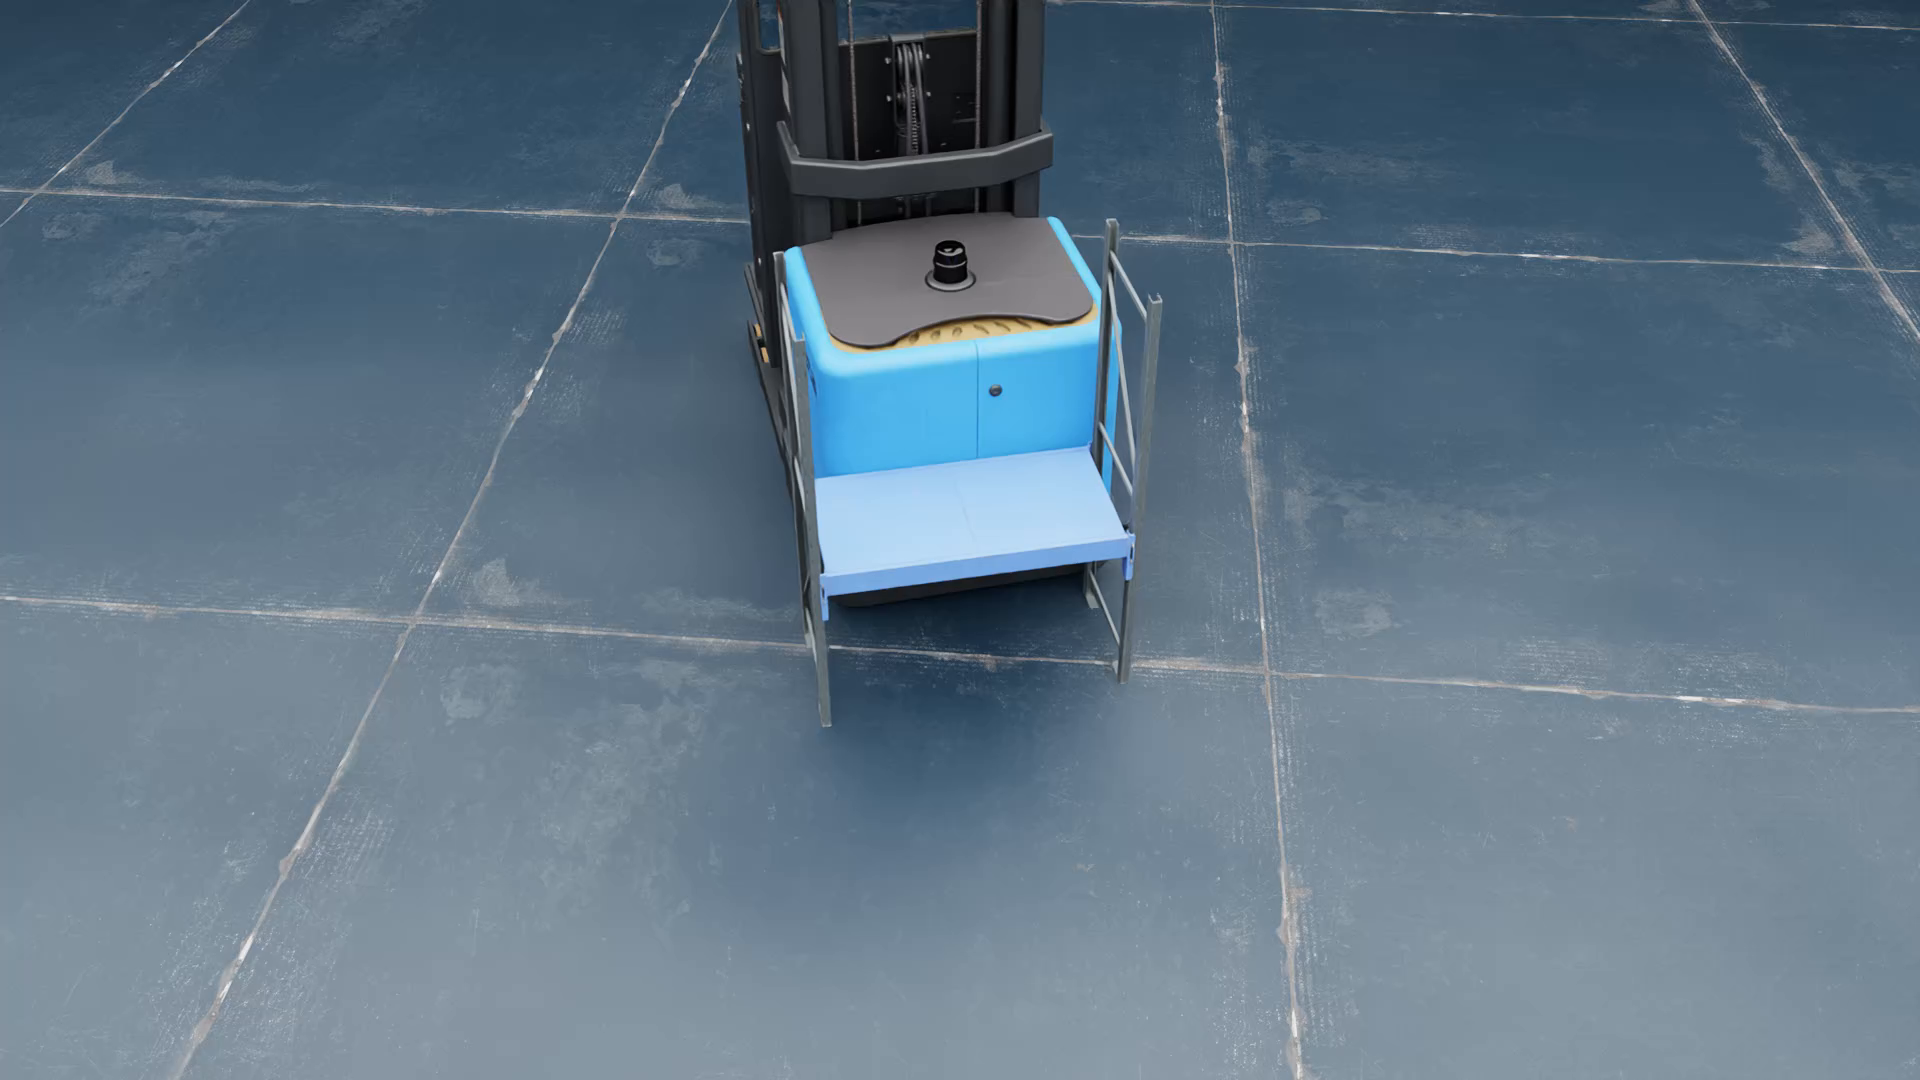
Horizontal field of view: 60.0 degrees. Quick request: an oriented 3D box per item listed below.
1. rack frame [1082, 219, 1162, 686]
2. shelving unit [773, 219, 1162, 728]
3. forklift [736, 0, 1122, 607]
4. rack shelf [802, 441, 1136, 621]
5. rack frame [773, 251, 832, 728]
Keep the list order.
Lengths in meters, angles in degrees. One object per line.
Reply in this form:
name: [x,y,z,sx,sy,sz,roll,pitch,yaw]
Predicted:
rack frame: [0.509,-0.244,5.362,0.032,1.500,0.500,-7,40,-9]
shelving unit: [0.011,-0.180,5.283,1.048,1.500,0.538,-7,40,-9]
forklift: [-0.293,-1.837,6.185,1.130,2.935,3.031,-9,40,-10]
rack shelf: [0.011,-0.041,5.397,1.000,0.185,0.538,-7,40,-9]
rack frame: [-0.488,-0.117,5.205,0.032,1.500,0.500,-7,40,-9]
